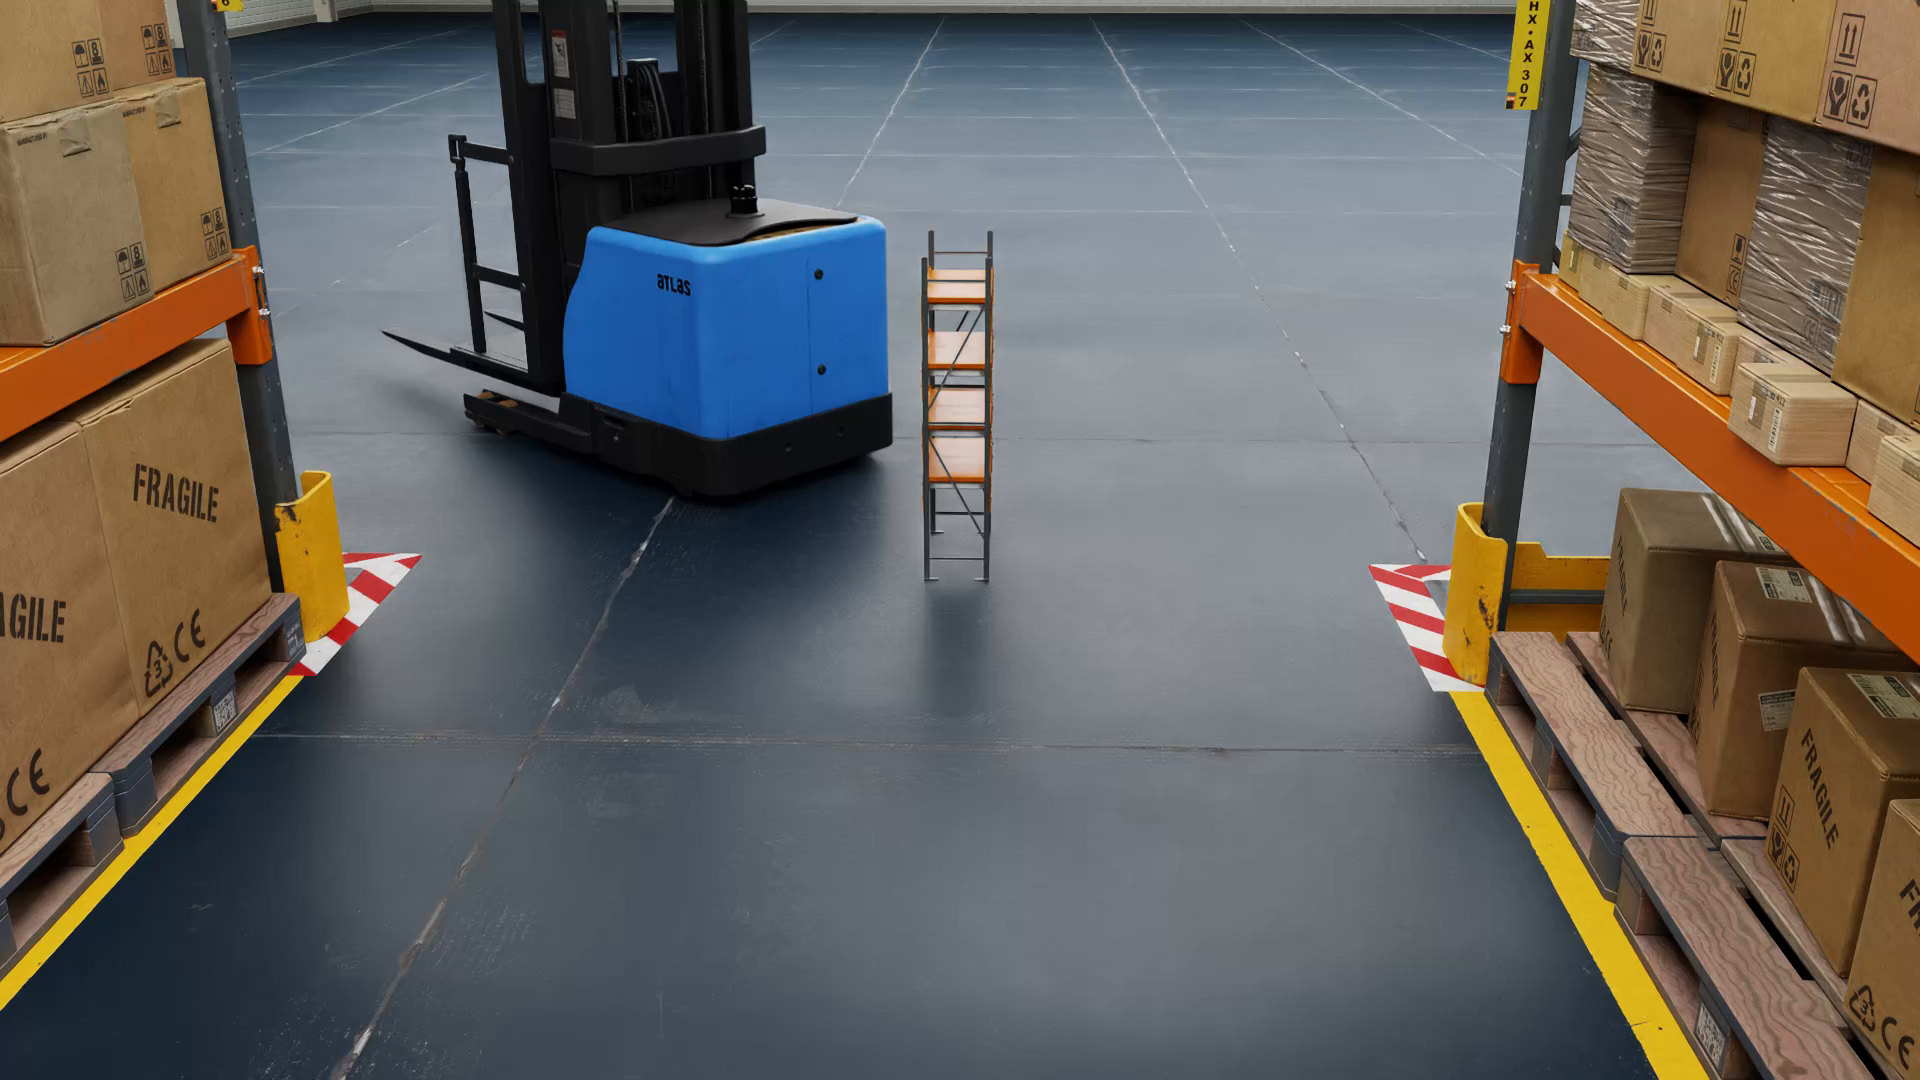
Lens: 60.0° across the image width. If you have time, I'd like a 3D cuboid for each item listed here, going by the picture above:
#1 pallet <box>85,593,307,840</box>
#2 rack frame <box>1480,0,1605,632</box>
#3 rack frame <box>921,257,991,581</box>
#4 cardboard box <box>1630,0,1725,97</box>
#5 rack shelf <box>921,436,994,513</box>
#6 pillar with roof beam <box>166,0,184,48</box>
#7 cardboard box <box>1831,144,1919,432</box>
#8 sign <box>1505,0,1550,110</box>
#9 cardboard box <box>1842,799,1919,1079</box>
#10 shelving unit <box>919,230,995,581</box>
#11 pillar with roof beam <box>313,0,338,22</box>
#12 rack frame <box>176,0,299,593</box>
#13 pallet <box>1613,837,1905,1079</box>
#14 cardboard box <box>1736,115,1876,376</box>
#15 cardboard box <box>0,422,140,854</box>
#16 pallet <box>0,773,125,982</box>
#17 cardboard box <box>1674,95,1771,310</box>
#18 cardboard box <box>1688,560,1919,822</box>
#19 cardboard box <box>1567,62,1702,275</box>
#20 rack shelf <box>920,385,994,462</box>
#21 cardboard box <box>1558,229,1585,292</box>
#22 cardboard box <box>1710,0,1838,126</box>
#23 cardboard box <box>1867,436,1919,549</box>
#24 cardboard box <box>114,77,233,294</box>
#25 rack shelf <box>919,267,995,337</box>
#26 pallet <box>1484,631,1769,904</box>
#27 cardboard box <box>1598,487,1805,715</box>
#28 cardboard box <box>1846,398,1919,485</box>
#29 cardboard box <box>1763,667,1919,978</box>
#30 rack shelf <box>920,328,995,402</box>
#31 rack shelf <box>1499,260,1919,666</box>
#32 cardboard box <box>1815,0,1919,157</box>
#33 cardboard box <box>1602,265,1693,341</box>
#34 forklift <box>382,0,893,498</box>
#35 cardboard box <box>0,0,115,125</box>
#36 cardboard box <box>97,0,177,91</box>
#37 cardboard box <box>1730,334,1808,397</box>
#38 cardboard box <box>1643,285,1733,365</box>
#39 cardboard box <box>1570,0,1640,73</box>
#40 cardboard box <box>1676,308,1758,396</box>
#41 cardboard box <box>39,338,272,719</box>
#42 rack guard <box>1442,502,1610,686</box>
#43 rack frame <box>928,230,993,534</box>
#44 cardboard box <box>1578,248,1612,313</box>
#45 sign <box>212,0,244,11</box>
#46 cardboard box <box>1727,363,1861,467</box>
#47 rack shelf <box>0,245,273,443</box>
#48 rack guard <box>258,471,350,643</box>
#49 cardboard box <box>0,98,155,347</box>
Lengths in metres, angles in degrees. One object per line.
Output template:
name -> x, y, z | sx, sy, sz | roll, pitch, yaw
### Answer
pallet -> -2.696, 0.484, 4.991 | 1.003, 0.211, 1.213 | 1, 21, 2
rack frame -> 2.205, -1.015, 4.999 | 1.000, 3.000, 0.127 | 1, 21, 2
rack frame -> -0.012, -0.411, 5.930 | 0.240, 1.200, 0.015 | 1, 21, 2
cardboard box -> 1.893, -1.290, 3.776 | 0.500, 0.500, 0.500 | 1, 21, 2
rack shelf -> -0.005, -0.252, 6.254 | 0.258, 0.148, 0.480 | 1, 21, 2
pillar with roof beam -> -8.551, -12.363, 25.951 | 9.100, 9.000, 0.400 | 1, 21, 2
cardboard box -> 2.180, -0.459, 3.016 | 0.875, 0.500, 0.500 | 1, 21, 2
sign -> 1.662, -1.425, 4.858 | 0.100, 0.325, 0.005 | 1, 21, 2
cardboard box -> 2.085, 0.824, 3.134 | 0.500, 0.500, 0.500 | -1, 21, -3
shelving unit -> -0.005, -0.500, 6.158 | 0.258, 1.200, 0.503 | 1, 21, 2
pillar with roof beam -> -8.369, -14.532, 31.542 | 9.100, 9.000, 0.400 | 1, 21, 2
rack frame -> -2.750, -1.106, 5.234 | 1.000, 3.000, 0.127 | 1, 21, 2
pallet -> 2.102, 1.046, 3.543 | 1.003, 0.211, 1.213 | 1, 21, 2
cardboard box -> 2.207, -0.640, 3.481 | 0.875, 0.500, 0.500 | 1, 21, 2
cardboard box -> -2.729, 0.252, 4.088 | 0.875, 0.875, 0.875 | 0, 21, 1
pallet -> -2.736, 0.924, 3.857 | 1.003, 0.211, 1.213 | 1, 21, 2
cardboard box -> 2.265, -0.820, 3.946 | 0.875, 0.500, 0.500 | 1, 21, 2
cardboard box -> 2.185, 0.396, 4.236 | 0.500, 0.500, 0.500 | 6, 22, 16
cardboard box -> 2.161, -1.002, 4.415 | 0.875, 0.500, 0.500 | 1, 21, 2
rack shelf -> -0.005, -0.437, 6.182 | 0.258, 0.148, 0.480 | 1, 21, 2
cardboard box -> 1.958, -0.798, 4.786 | 0.380, 0.149, 0.250 | 1, 21, 2
cardboard box -> 1.880, -1.109, 3.310 | 0.500, 0.500, 0.500 | 1, 21, 2
cardboard box -> 1.856, -0.075, 2.923 | 0.380, 0.149, 0.250 | 1, 21, 2
cardboard box -> -2.716, -1.042, 4.860 | 0.875, 0.550, 0.550 | 1, 21, 2
rack shelf -> -0.005, -0.866, 6.015 | 0.258, 0.148, 0.480 | 1, 21, 2
pallet -> 2.142, 0.606, 4.676 | 1.003, 0.211, 1.213 | 1, 21, 2
cardboard box -> 2.169, 0.180, 4.794 | 0.500, 0.500, 0.500 | 5, 22, 12
cardboard box -> 1.940, -0.165, 3.154 | 0.380, 0.149, 0.250 | 1, 21, 2
cardboard box -> 2.147, 0.623, 3.653 | 0.500, 0.500, 0.500 | 3, 21, 7
rack shelf -> -0.005, -0.645, 6.101 | 0.258, 0.148, 0.480 | 1, 21, 2
rack shelf -> 2.144, 0.043, 3.265 | 1.077, 0.370, 4.000 | 1, 21, 2
cardboard box -> 1.870, -0.928, 2.844 | 0.500, 0.500, 0.500 | 1, 21, 2
cardboard box -> 1.908, -0.617, 4.321 | 0.380, 0.149, 0.250 | 1, 21, 2
forklift -> -1.718, -1.976, 7.569 | 3.031, 2.935, 1.130 | 19, 28, 40
cardboard box -> -2.724, -1.346, 4.151 | 0.875, 0.550, 0.550 | 1, 21, 2
cardboard box -> -2.800, -1.546, 4.667 | 0.875, 0.550, 0.550 | 1, 21, 2
cardboard box -> 1.926, -0.346, 3.621 | 0.380, 0.149, 0.250 | 1, 21, 2
cardboard box -> 1.922, -0.527, 4.087 | 0.380, 0.149, 0.250 | 1, 21, 2
cardboard box -> 1.916, -1.471, 4.241 | 0.500, 0.500, 0.500 | 1, 21, 2
cardboard box -> 1.907, -0.436, 3.854 | 0.380, 0.149, 0.250 | 1, 21, 2
cardboard box -> -2.704, -0.066, 4.908 | 0.875, 0.875, 0.875 | 1, 21, 2
rack guard -> 2.202, 0.178, 5.380 | 1.175, 0.500, 0.348 | 1, 21, 2
rack frame -> 0.002, -0.588, 6.385 | 0.240, 1.200, 0.015 | 1, 21, 2
cardboard box -> 1.931, -0.708, 4.553 | 0.380, 0.149, 0.250 | 1, 21, 2
sign -> -2.208, -1.746, 4.953 | 0.100, 0.325, 0.005 | 1, 21, 2
cardboard box -> 1.815, -0.256, 3.390 | 0.380, 0.149, 0.250 | 1, 21, 2
rack shelf -> -2.811, -0.048, 3.500 | 1.077, 0.370, 4.000 | 1, 21, 2
rack guard -> -2.749, 0.050, 5.708 | 1.175, 0.500, 0.348 | 1, 21, 2
cardboard box -> -2.711, -0.843, 4.346 | 0.875, 0.550, 0.550 | 1, 21, 2
